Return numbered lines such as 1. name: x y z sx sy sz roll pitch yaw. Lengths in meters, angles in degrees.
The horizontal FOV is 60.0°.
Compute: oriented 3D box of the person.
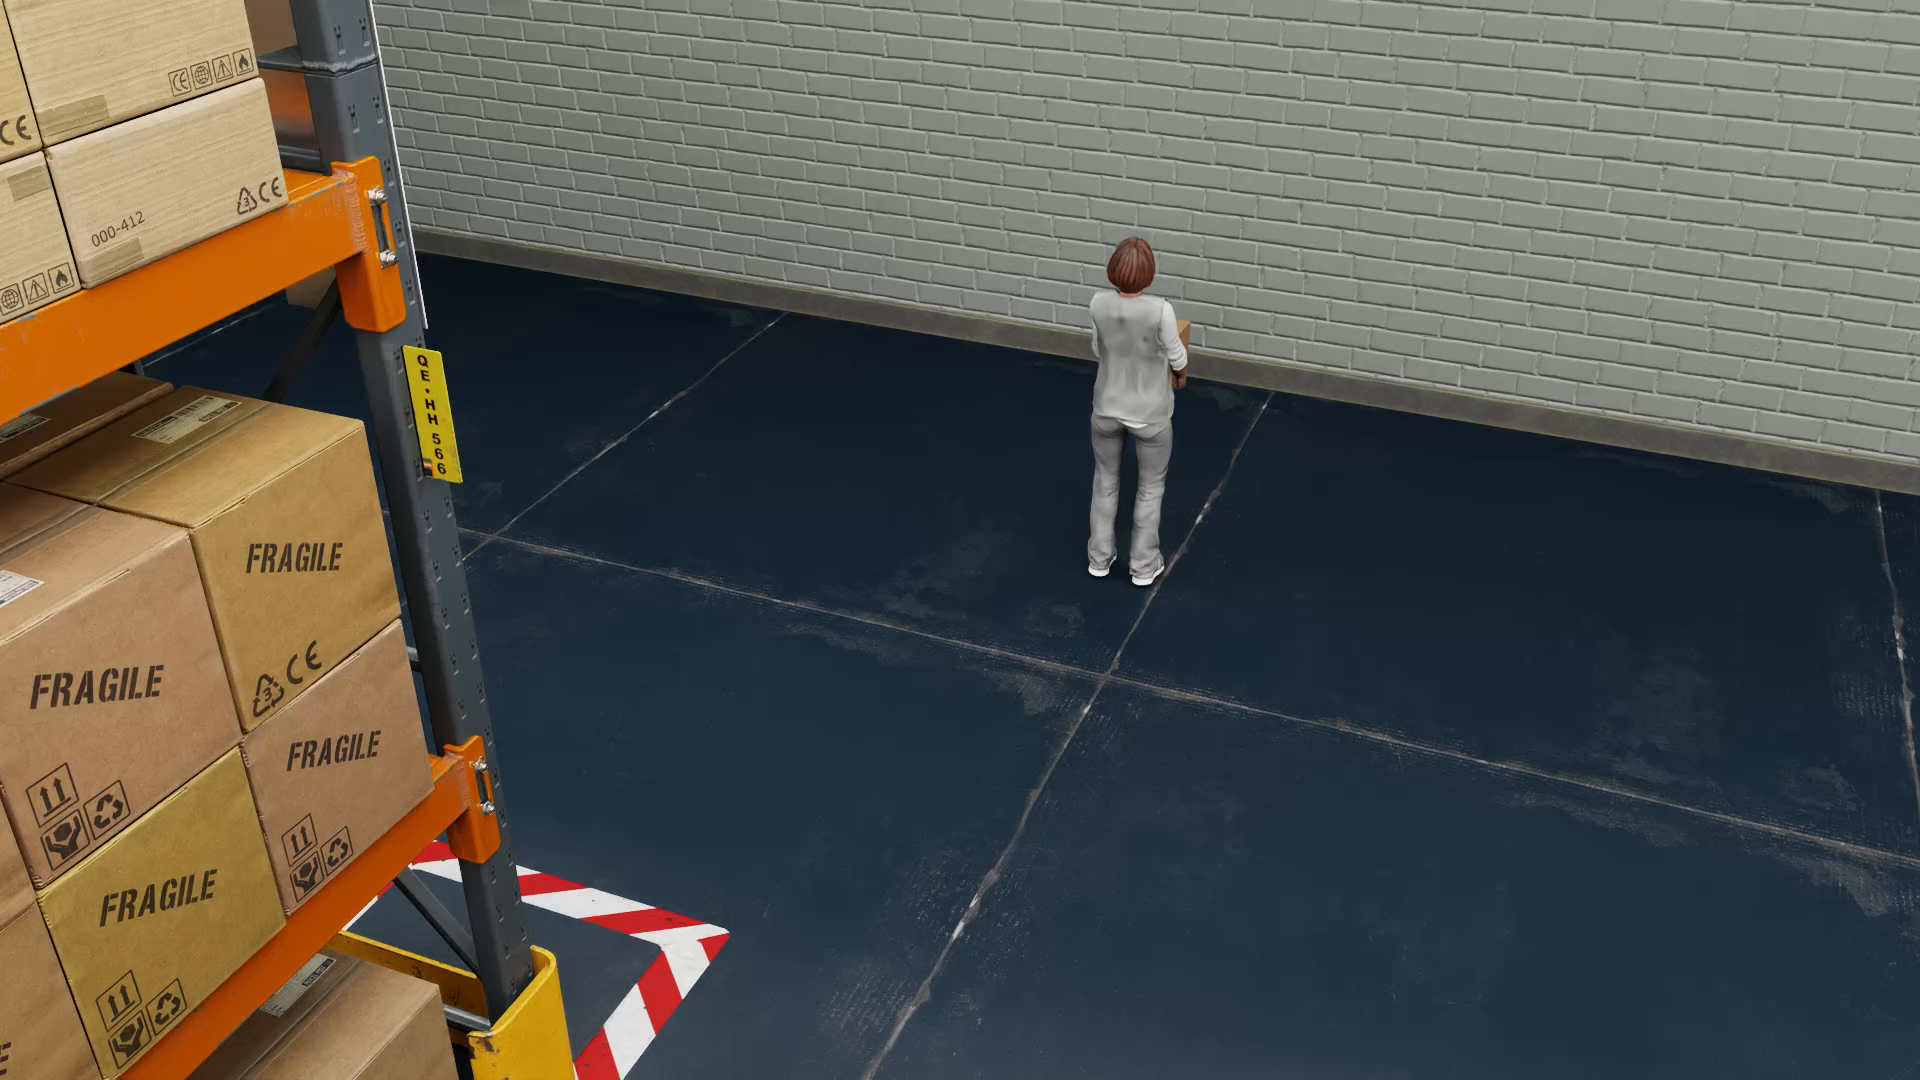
1. person: 0.761 -0.581 7.148 0.408 1.588 0.496 12 32 19
